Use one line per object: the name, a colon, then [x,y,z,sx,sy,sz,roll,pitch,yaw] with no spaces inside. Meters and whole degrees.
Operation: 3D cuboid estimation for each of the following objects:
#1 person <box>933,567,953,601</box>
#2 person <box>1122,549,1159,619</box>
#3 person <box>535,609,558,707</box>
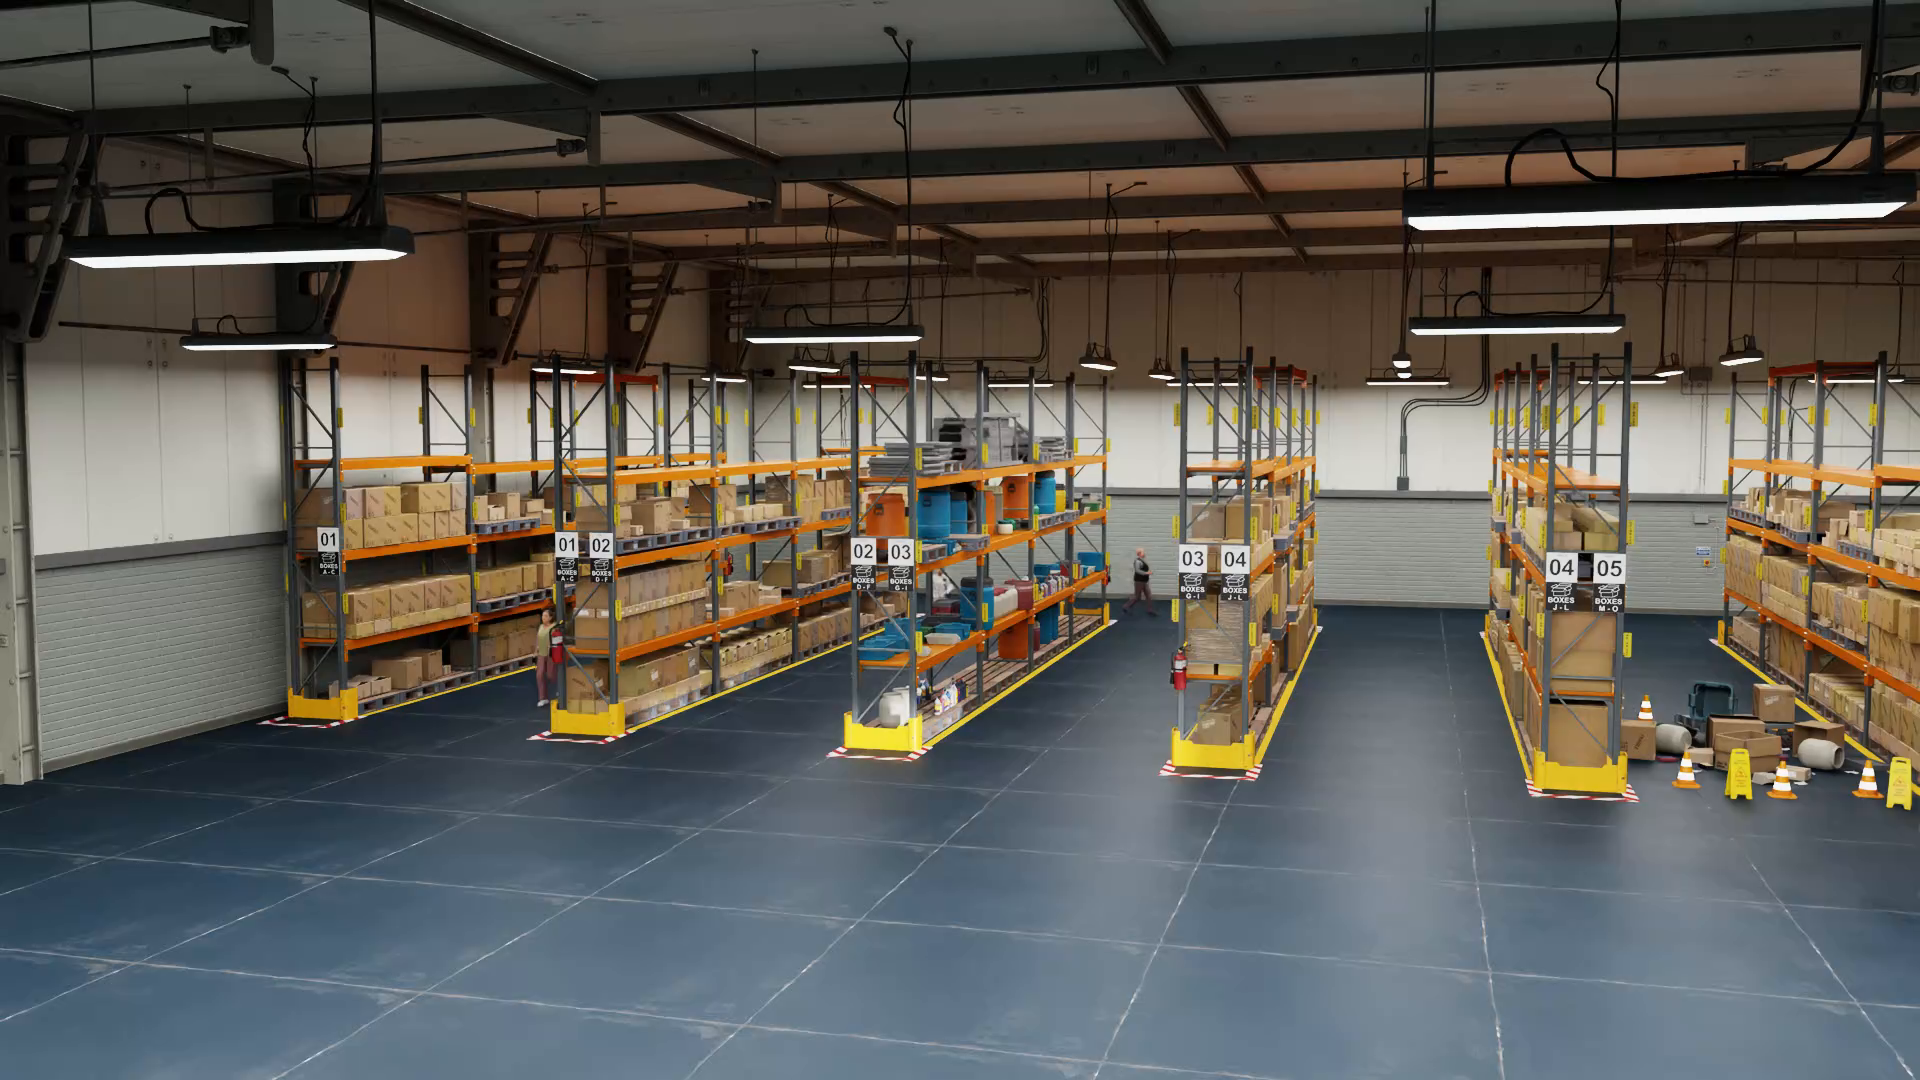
person: [-0.481,1.348,38.582,0.612,1.656,0.542,0,4,2]
person: [4.516,1.087,41.605,0.911,1.755,0.667,2,5,23]
person: [-7.201,2.042,29.162,0.586,1.670,0.828,1,4,15]
